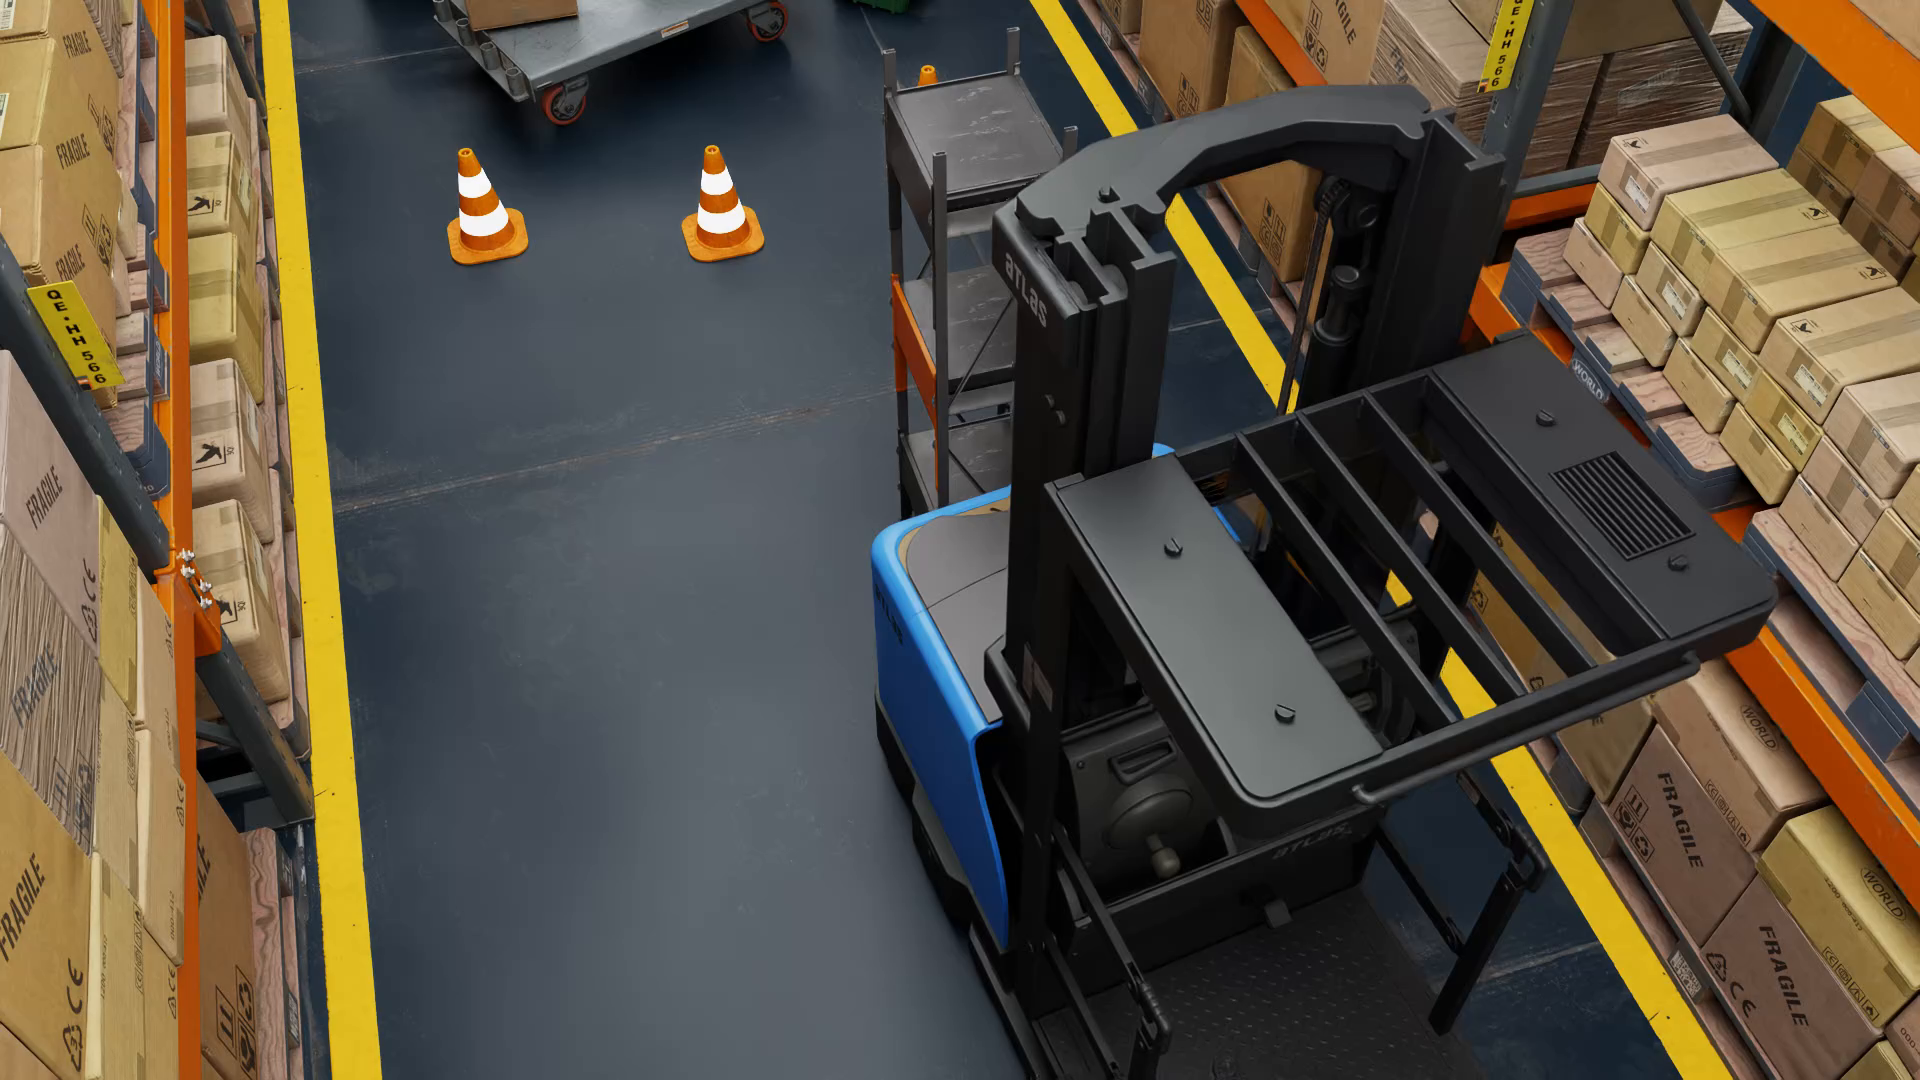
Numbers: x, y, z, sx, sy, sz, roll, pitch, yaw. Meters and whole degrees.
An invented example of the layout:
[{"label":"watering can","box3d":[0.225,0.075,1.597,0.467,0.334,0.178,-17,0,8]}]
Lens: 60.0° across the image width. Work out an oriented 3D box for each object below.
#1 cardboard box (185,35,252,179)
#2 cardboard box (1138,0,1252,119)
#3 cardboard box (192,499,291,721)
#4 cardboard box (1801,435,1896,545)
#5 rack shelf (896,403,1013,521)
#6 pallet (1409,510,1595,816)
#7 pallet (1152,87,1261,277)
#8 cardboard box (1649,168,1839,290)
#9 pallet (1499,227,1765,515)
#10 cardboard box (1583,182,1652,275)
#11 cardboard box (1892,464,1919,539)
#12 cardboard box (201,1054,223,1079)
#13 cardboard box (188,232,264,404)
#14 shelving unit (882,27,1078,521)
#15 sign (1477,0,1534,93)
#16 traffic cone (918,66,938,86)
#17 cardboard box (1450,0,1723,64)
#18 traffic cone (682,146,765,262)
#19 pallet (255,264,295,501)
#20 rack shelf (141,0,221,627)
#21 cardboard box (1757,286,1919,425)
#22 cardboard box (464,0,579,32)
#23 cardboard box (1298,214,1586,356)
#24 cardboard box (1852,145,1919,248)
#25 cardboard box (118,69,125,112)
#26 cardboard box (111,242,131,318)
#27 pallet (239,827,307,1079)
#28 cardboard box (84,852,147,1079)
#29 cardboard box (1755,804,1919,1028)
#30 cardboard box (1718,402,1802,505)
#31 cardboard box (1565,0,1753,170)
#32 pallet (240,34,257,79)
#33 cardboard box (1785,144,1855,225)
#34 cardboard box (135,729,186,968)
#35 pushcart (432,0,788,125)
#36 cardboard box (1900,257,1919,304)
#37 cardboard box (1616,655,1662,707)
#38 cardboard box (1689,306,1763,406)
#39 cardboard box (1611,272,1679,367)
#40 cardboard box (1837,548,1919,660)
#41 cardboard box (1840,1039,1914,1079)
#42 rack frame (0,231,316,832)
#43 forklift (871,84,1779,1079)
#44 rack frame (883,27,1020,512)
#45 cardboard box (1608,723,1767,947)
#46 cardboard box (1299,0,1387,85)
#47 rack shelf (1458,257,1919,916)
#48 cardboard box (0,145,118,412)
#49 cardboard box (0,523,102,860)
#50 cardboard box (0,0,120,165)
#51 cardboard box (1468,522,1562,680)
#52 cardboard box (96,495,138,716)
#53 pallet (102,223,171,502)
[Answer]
[{"label":"cardboard box","box3d":[-3.641,-1.805,7.254,0.950,0.372,0.625,-13,51,-11]},{"label":"cardboard box","box3d":[1.451,-2.364,7.478,1.050,0.750,0.750,-13,51,-11]},{"label":"cardboard box","box3d":[-2.774,0.319,5.463,0.950,0.372,0.625,-16,52,-13]},{"label":"cardboard box","box3d":[2.346,-0.165,4.122,0.380,0.149,0.250,-13,51,-11]},{"label":"rack shelf","box3d":[0.049,-0.096,5.891,0.431,0.518,0.480,-13,51,-11]},{"label":"pallet","box3d":[2.312,0.299,5.860,1.003,0.211,1.213,-13,51,-11]},{"label":"pallet","box3d":[1.564,-1.754,7.591,1.003,0.211,1.213,-13,51,-11]},{"label":"cardboard box","box3d":[2.116,-0.840,4.497,0.380,0.149,0.250,-15,51,-12]},{"label":"pallet","box3d":[2.395,-0.613,4.930,1.213,0.211,1.003,-13,51,-11]},{"label":"cardboard box","box3d":[2.034,-0.923,4.761,0.380,0.149,0.250,-11,51,-9]},{"label":"cardboard box","box3d":[2.425,-0.076,3.853,0.380,0.149,0.250,-12,51,-10]},{"label":"cardboard box","box3d":[-2.231,1.747,3.930,0.875,0.875,0.875,-13,51,-11]},{"label":"cardboard box","box3d":[-3.218,-0.774,6.384,0.950,0.372,0.625,-12,51,-10]},{"label":"shelving unit","box3d":[0.049,-0.556,5.345,0.431,2.100,0.503,-13,51,-11]},{"label":"sign","box3d":[1.554,-1.416,4.725,0.100,0.325,0.005,-13,51,-11]},{"label":"traffic cone","box3d":[-0.146,-1.954,7.594,0.336,0.463,0.334,-13,51,-11]},{"label":"cardboard box","box3d":[1.959,-1.856,5.133,0.700,0.500,0.500,-14,51,-11]},{"label":"traffic cone","box3d":[-1.054,-1.507,7.218,0.336,0.463,0.334,-13,51,-11]},{"label":"pallet","box3d":[-3.203,-0.540,6.567,1.003,0.211,1.213,-13,51,-11]},{"label":"rack shelf","box3d":[-3.207,-1.207,5.776,1.077,0.370,4.000,-13,51,-11]},{"label":"cardboard box","box3d":[2.262,-0.466,4.182,0.380,0.149,0.250,-15,52,-12]},{"label":"cardboard box","box3d":[-2.107,-2.762,7.756,0.500,0.500,0.500,-13,51,-11]},{"label":"cardboard box","box3d":[1.989,-1.046,6.367,1.050,0.750,0.750,-14,51,-11]},{"label":"cardboard box","box3d":[2.738,-0.979,4.614,0.380,0.149,0.250,-14,51,-11]},{"label":"cardboard box","box3d":[-2.966,-1.503,5.445,0.380,0.149,0.250,-12,51,-10]},{"label":"cardboard box","box3d":[-2.623,-0.736,4.798,0.380,0.149,0.250,-16,52,-13]},{"label":"pallet","box3d":[-2.455,1.514,4.836,1.003,0.211,1.213,-13,51,-11]},{"label":"cardboard box","box3d":[-1.904,0.949,3.260,0.500,0.250,0.500,-15,51,-12]},{"label":"cardboard box","box3d":[2.495,0.931,4.373,0.500,0.250,0.500,-15,52,-13]},{"label":"cardboard box","box3d":[2.263,-0.263,4.400,0.380,0.149,0.250,-11,51,-9]},{"label":"cardboard box","box3d":[2.208,-1.592,5.565,0.500,0.500,0.500,-13,51,-11]},{"label":"pallet","box3d":[-4.031,-2.483,8.205,1.003,0.211,1.213,-13,51,-11]},{"label":"cardboard box","box3d":[2.664,-1.063,4.880,0.380,0.149,0.250,-12,51,-10]},{"label":"cardboard box","box3d":[-2.052,0.751,3.753,0.500,0.250,0.500,-12,51,-10]},{"label":"pushcart","box3d":[-1.636,-2.606,8.200,1.648,0.377,0.936,-30,56,-23]},{"label":"cardboard box","box3d":[2.825,-0.677,4.554,0.380,0.149,0.250,-12,51,-10]},{"label":"cardboard box","box3d":[2.205,0.186,5.001,0.500,0.250,0.500,-14,51,-11]},{"label":"cardboard box","box3d":[2.198,-0.531,4.431,0.380,0.149,0.250,-15,51,-12]},{"label":"cardboard box","box3d":[2.101,-0.657,4.732,0.380,0.149,0.250,-11,51,-9]},{"label":"cardboard box","box3d":[2.416,0.115,4.081,0.380,0.149,0.250,-13,51,-10]},{"label":"cardboard box","box3d":[2.655,1.562,4.331,0.500,0.500,0.500,-14,51,-12]},{"label":"rack frame","box3d":[-2.616,0.022,4.269,1.000,3.000,0.127,-13,51,-11]},{"label":"forklift","box3d":[0.773,0.608,3.821,1.130,2.935,3.031,-18,52,-15]},{"label":"rack frame","box3d":[-0.023,-0.734,5.496,0.400,2.100,0.015,-13,51,-11]},{"label":"cardboard box","box3d":[2.357,0.814,4.962,0.500,0.500,0.500,-14,51,-12]},{"label":"cardboard box","box3d":[1.547,-1.836,5.771,0.500,0.500,0.500,-13,51,-11]},{"label":"rack shelf","box3d":[2.674,0.522,4.319,1.077,0.370,4.000,-13,51,-11]},{"label":"cardboard box","box3d":[-2.528,-0.622,4.278,0.500,0.500,0.500,-15,51,-12]},{"label":"cardboard box","box3d":[-2.054,0.359,3.266,0.500,0.500,0.500,-13,51,-10]},{"label":"cardboard box","box3d":[-2.852,-1.388,4.923,0.500,0.500,0.500,-13,51,-10]},{"label":"cardboard box","box3d":[2.048,0.074,5.586,0.500,0.500,0.500,-15,52,-13]},{"label":"cardboard box","box3d":[-2.230,0.206,3.886,0.500,0.250,0.500,-13,51,-11]},{"label":"pallet","box3d":[-2.929,-0.413,4.761,1.213,0.211,1.003,-13,51,-11]}]
